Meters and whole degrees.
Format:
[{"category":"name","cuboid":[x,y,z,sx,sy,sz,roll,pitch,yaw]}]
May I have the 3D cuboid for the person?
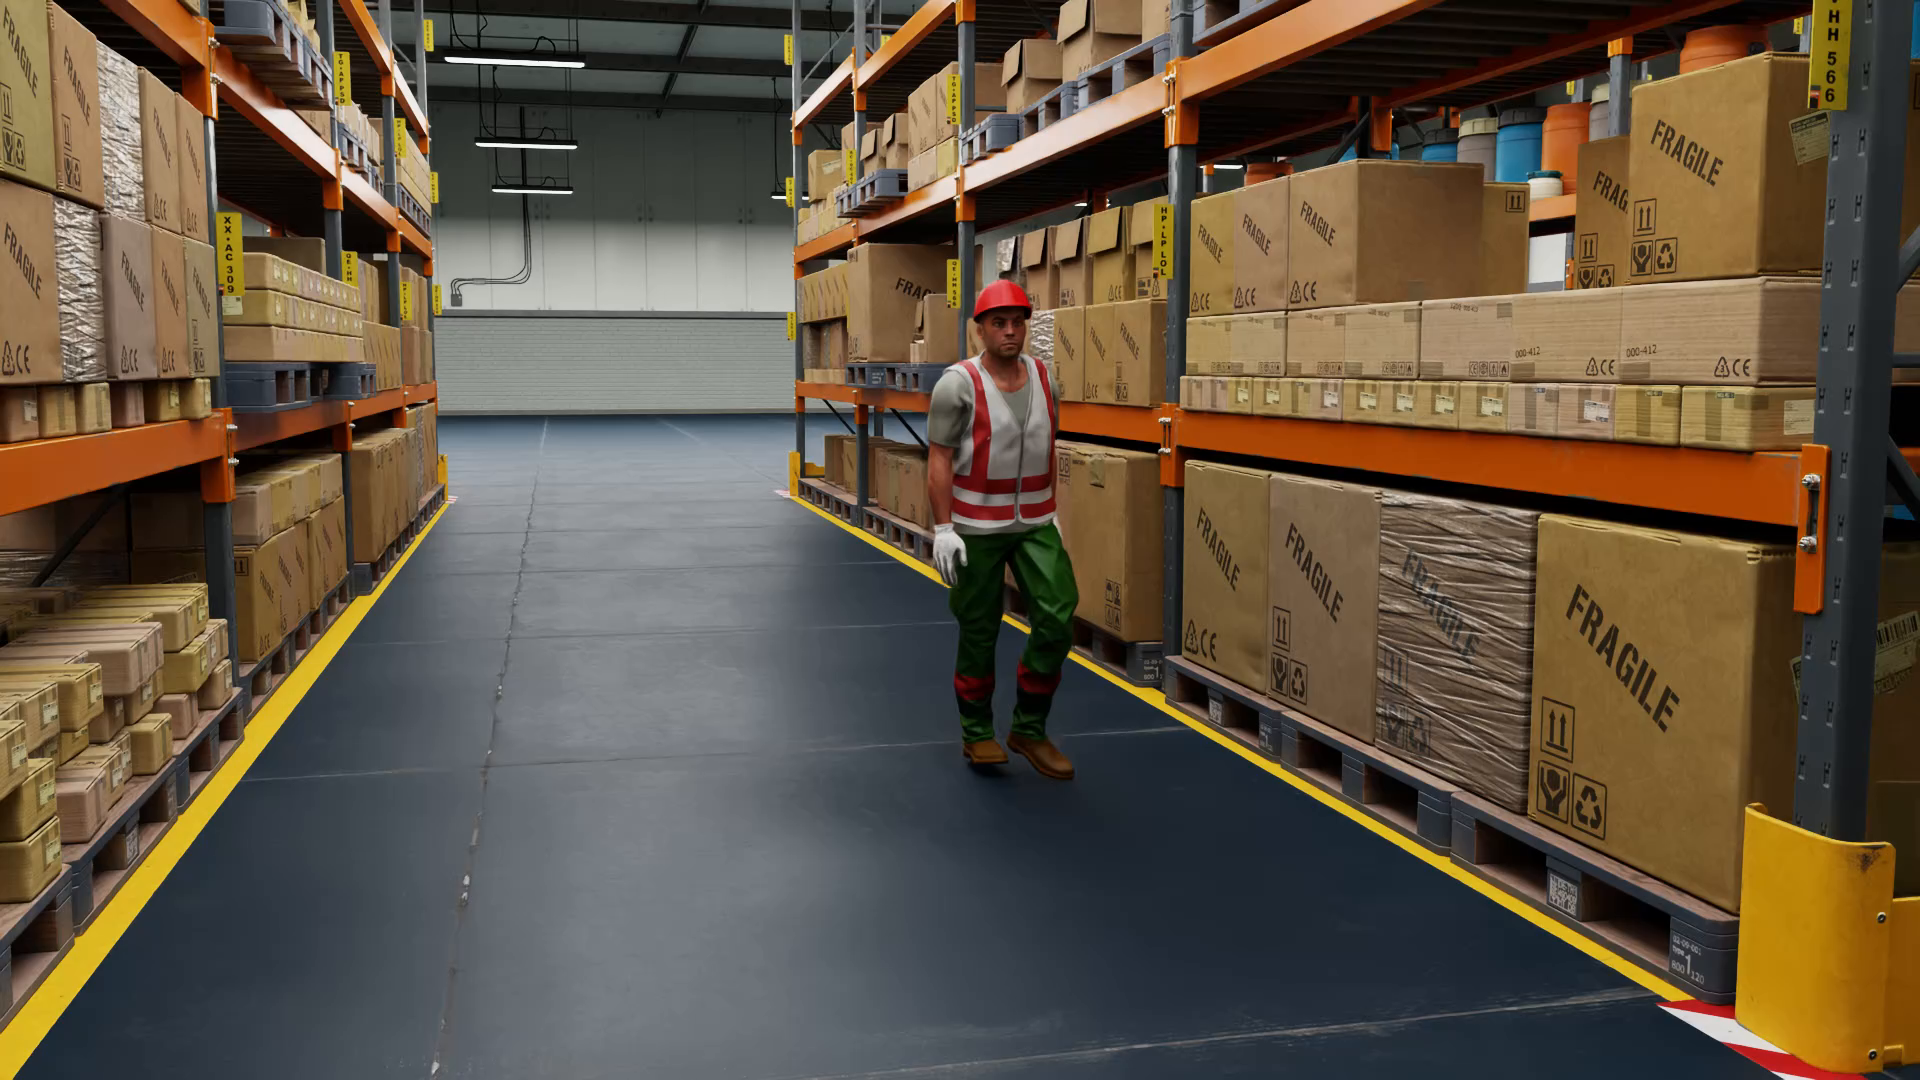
[{"category":"person","cuboid":[0.144,-0.032,5.987,0.580,1.784,0.528,-2,6,-21]}]
